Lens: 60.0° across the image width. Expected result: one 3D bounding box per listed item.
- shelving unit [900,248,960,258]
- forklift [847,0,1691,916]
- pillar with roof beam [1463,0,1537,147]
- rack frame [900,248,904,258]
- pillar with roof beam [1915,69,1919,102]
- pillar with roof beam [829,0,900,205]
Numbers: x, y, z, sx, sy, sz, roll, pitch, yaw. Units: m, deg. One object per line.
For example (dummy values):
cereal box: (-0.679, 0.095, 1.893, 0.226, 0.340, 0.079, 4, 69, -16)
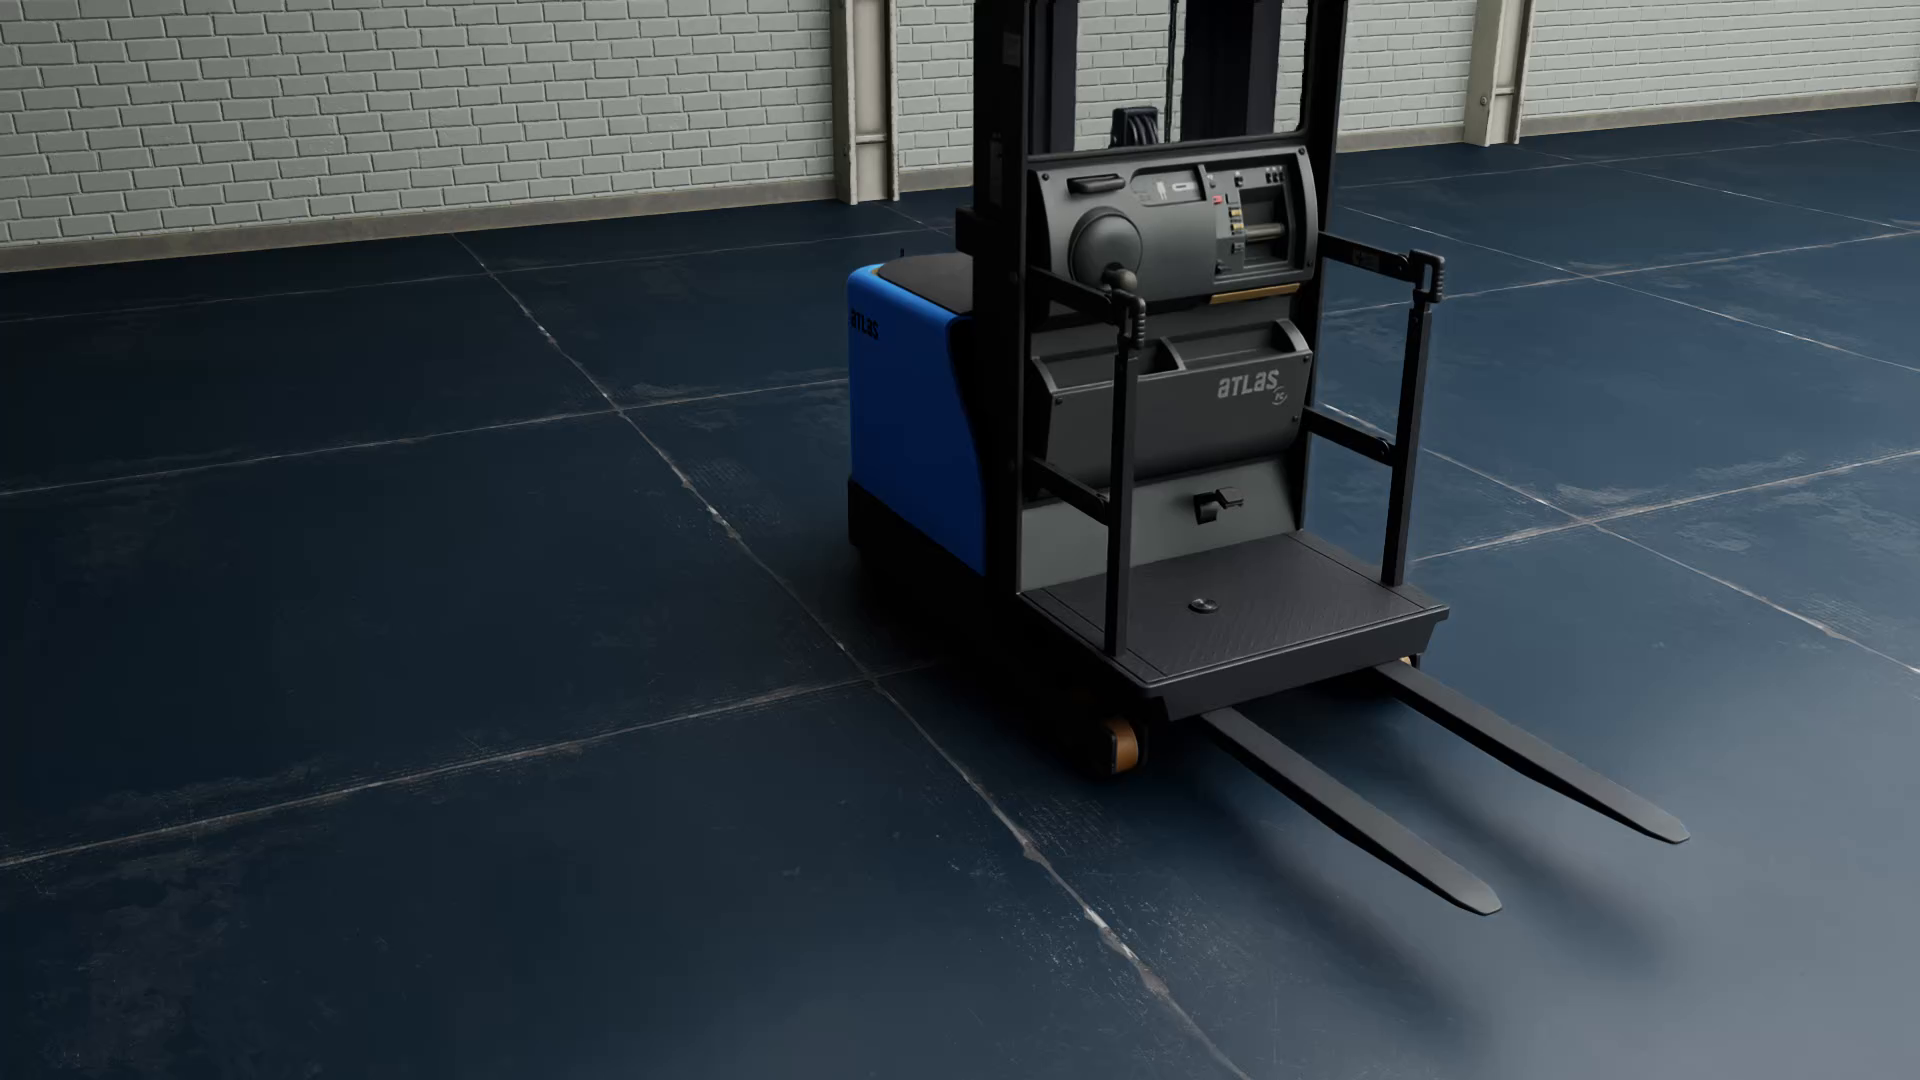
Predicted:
shelving unit: (-0.060, -0.571, 6.256, 0.252, 1.050, 0.215, -12, 25, -26)
forklift: (0.735, -0.892, 4.572, 1.130, 2.935, 3.031, -12, 25, -26)
pillar with roof beam: (6.582, -6.212, 9.492, 0.400, 9.000, 9.100, -10, 25, -24)
rack frame: (-0.168, -0.548, 6.202, 0.008, 1.050, 0.200, -12, 25, -26)
pillar with roof beam: (11.988, -7.207, 11.896, 0.400, 9.000, 9.100, -10, 25, -24)
pillar with roof beam: (1.176, -5.217, 7.087, 0.400, 9.000, 9.100, -10, 25, -24)
